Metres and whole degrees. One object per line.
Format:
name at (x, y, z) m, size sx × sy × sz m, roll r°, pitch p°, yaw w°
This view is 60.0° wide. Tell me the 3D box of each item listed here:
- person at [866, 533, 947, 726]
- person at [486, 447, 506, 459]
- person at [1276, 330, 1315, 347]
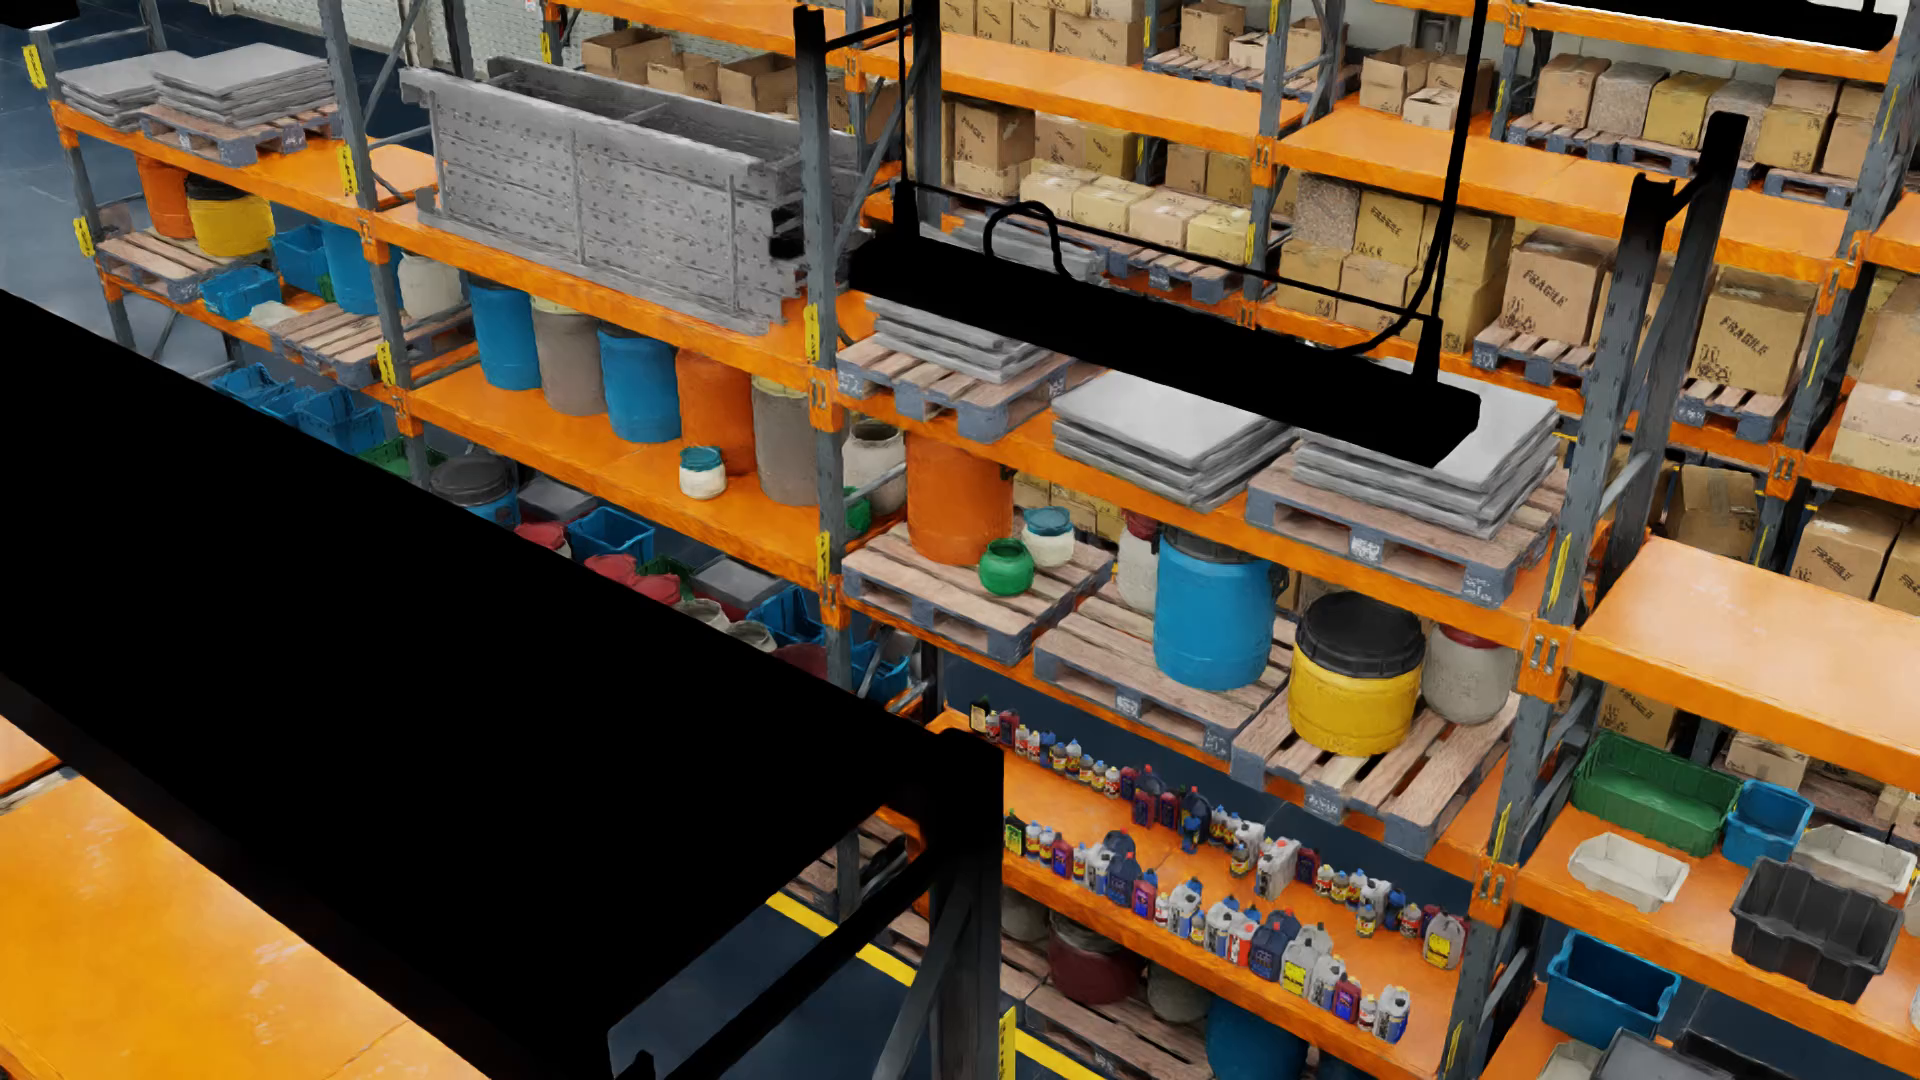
person at (-0.424, 0.616, 12.638) m, size 0.536 × 1.715 × 0.682 m, roll 20°, pitch 37°, yaw 30°
person at (-4.348, -1.554, 16.165) m, size 0.800 × 1.711 × 0.682 m, roll 9°, pitch 33°, yaw 14°
person at (3.159, -1.242, 15.661) m, size 0.546 × 1.734 × 0.729 m, roll 21°, pitch 37°, yaw 31°
